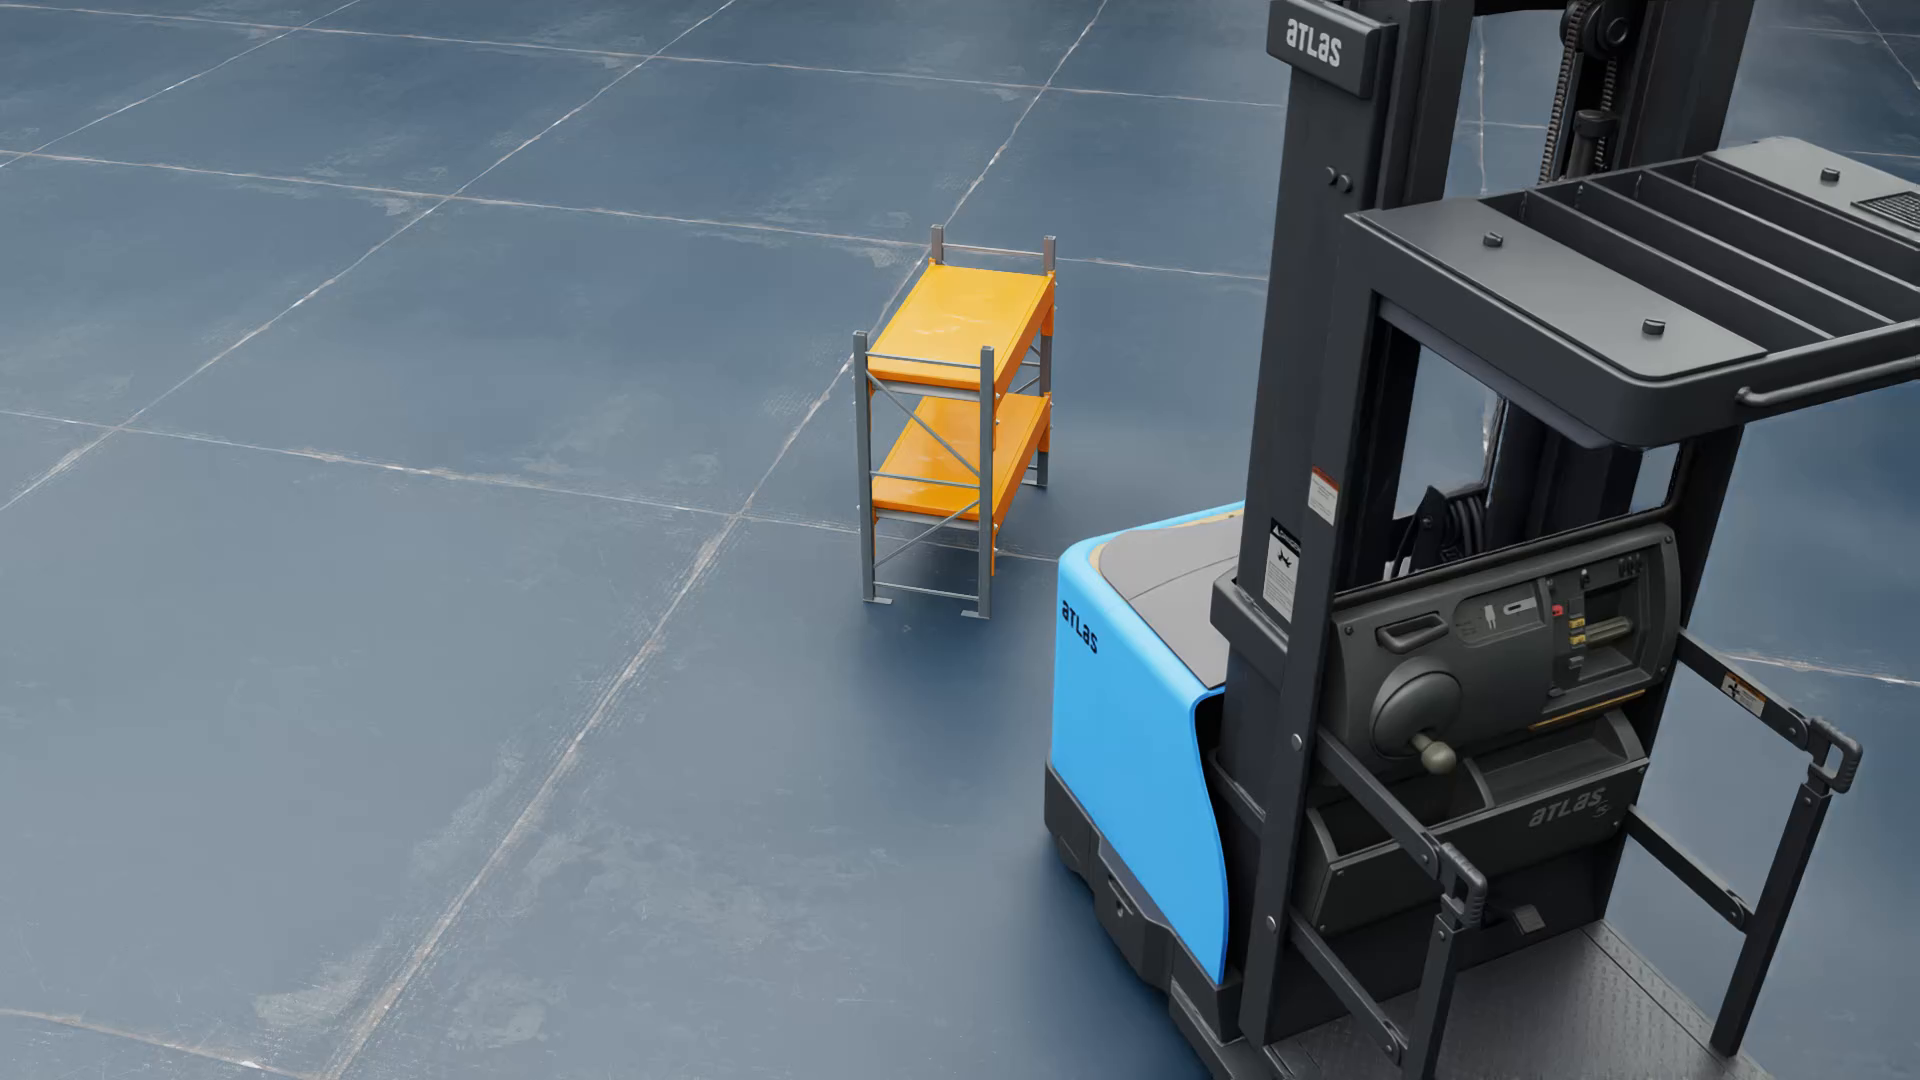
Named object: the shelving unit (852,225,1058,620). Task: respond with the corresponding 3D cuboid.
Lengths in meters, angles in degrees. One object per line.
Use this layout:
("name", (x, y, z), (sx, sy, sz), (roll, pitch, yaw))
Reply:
("shelving unit", (0.002, -0.478, 6.454), (0.538, 1.125, 1.048), (8, 33, 12))

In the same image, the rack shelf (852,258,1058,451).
("rack shelf", (0.002, -0.725, 6.297), (0.538, 0.278, 1.000), (8, 33, 12))

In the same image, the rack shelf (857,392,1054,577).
("rack shelf", (0.002, -0.272, 6.585), (0.538, 0.278, 1.000), (8, 33, 12))

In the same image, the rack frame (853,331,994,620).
("rack frame", (-0.127, -0.214, 6.039), (0.500, 1.125, 0.032), (8, 33, 12))

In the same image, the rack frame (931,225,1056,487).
("rack frame", (0.131, -0.742, 6.869), (0.500, 1.125, 0.032), (8, 33, 12))

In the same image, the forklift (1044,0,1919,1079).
("forklift", (1.323, 0.300, 3.546), (1.130, 2.935, 3.031), (-13, 35, -20))
